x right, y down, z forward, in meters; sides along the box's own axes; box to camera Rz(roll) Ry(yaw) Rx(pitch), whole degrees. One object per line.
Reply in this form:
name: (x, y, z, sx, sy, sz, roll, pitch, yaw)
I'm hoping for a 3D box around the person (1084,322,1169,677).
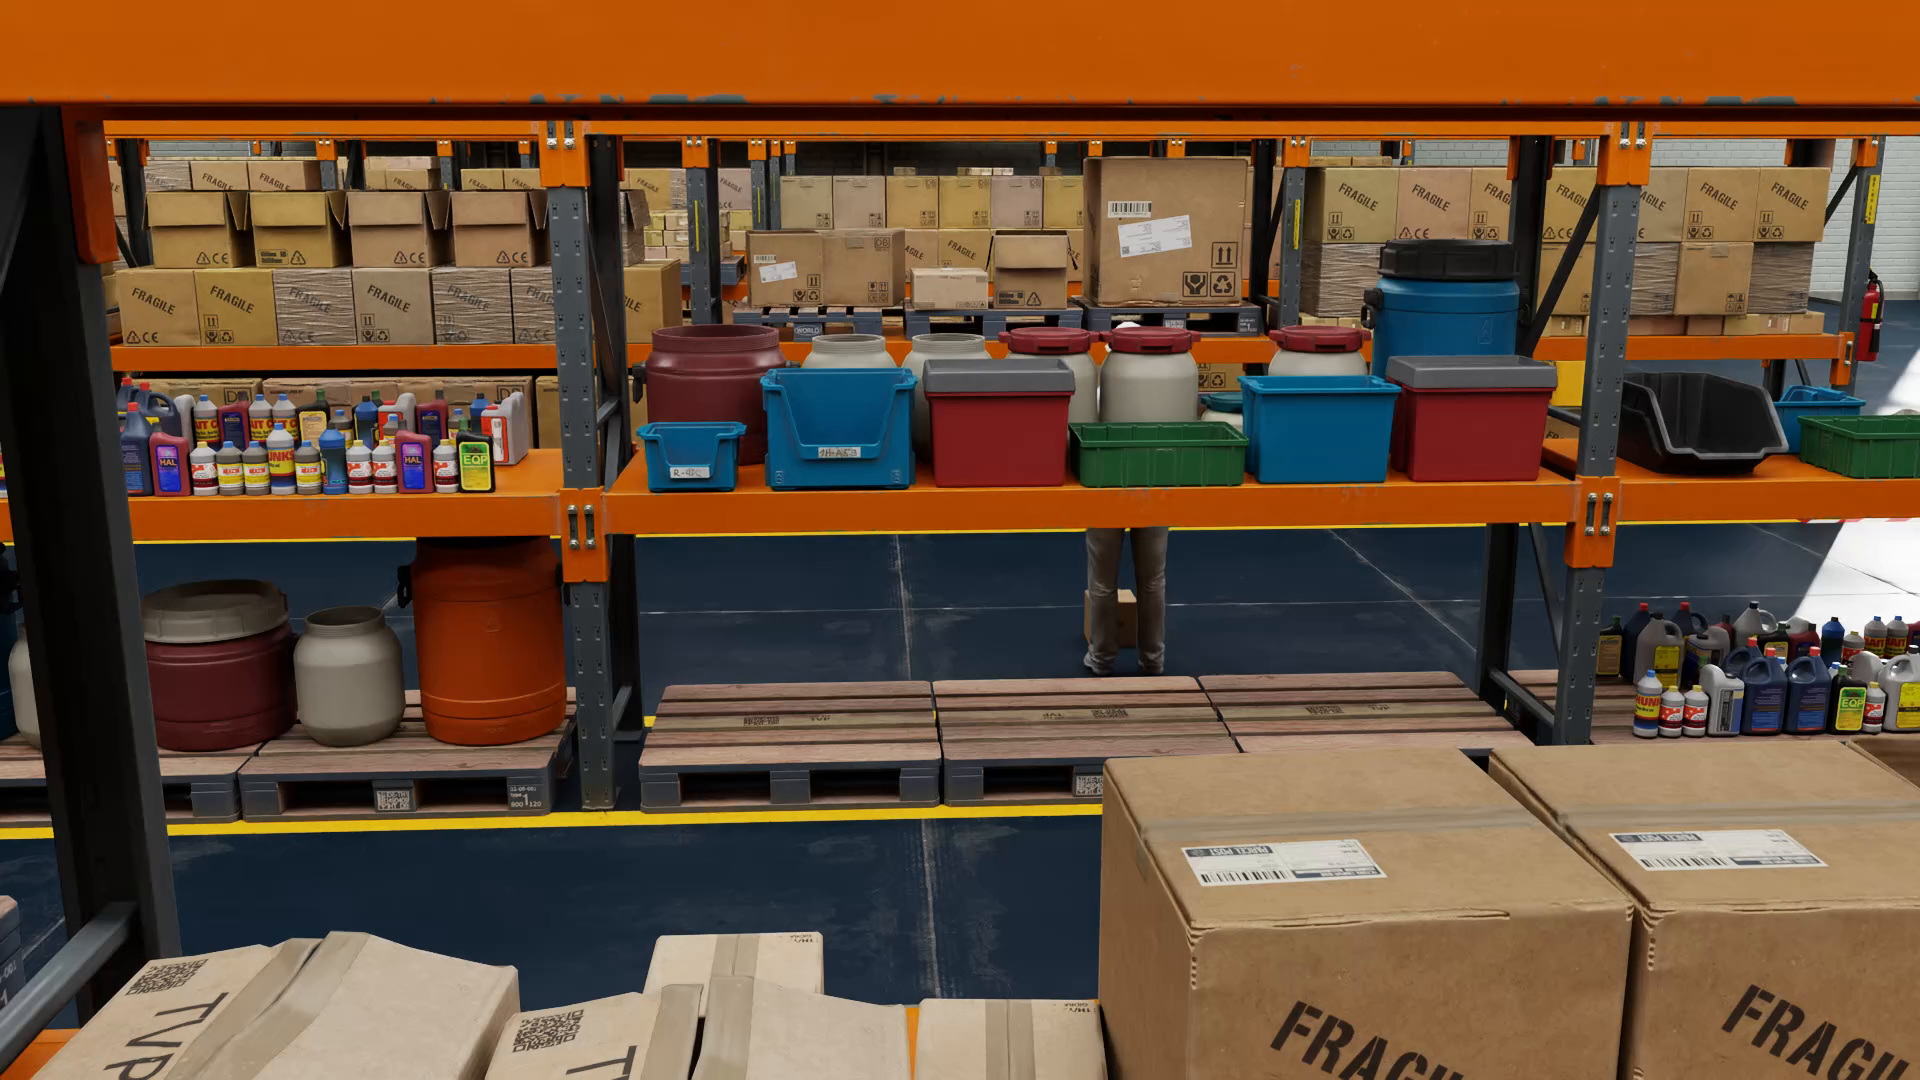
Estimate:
person: (0.822, -0.202, 8.296, 0.531, 1.767, 0.359, -1, 13, -2)
